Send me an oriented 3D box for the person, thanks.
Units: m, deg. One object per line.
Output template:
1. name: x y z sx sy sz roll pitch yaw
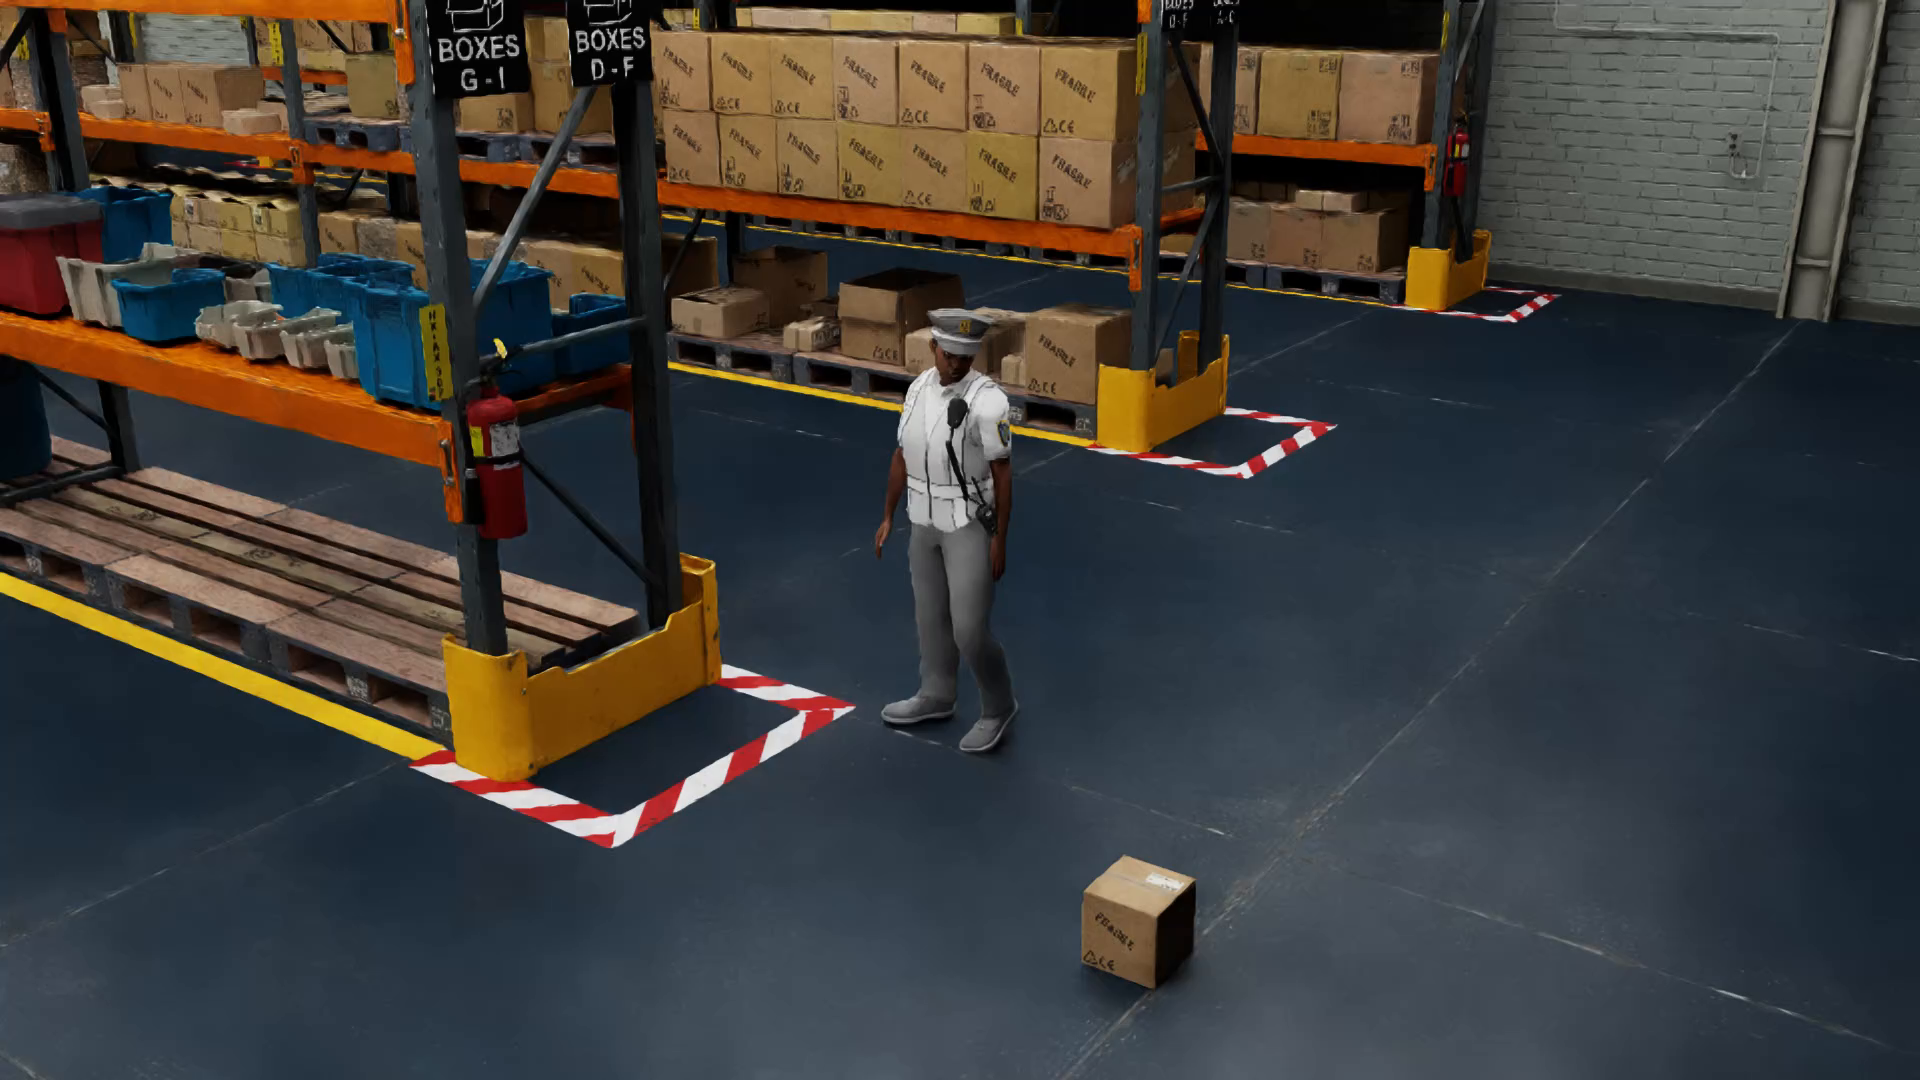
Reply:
1. person: -0.045 -0.040 6.158 0.537 1.675 0.367 18 27 40
